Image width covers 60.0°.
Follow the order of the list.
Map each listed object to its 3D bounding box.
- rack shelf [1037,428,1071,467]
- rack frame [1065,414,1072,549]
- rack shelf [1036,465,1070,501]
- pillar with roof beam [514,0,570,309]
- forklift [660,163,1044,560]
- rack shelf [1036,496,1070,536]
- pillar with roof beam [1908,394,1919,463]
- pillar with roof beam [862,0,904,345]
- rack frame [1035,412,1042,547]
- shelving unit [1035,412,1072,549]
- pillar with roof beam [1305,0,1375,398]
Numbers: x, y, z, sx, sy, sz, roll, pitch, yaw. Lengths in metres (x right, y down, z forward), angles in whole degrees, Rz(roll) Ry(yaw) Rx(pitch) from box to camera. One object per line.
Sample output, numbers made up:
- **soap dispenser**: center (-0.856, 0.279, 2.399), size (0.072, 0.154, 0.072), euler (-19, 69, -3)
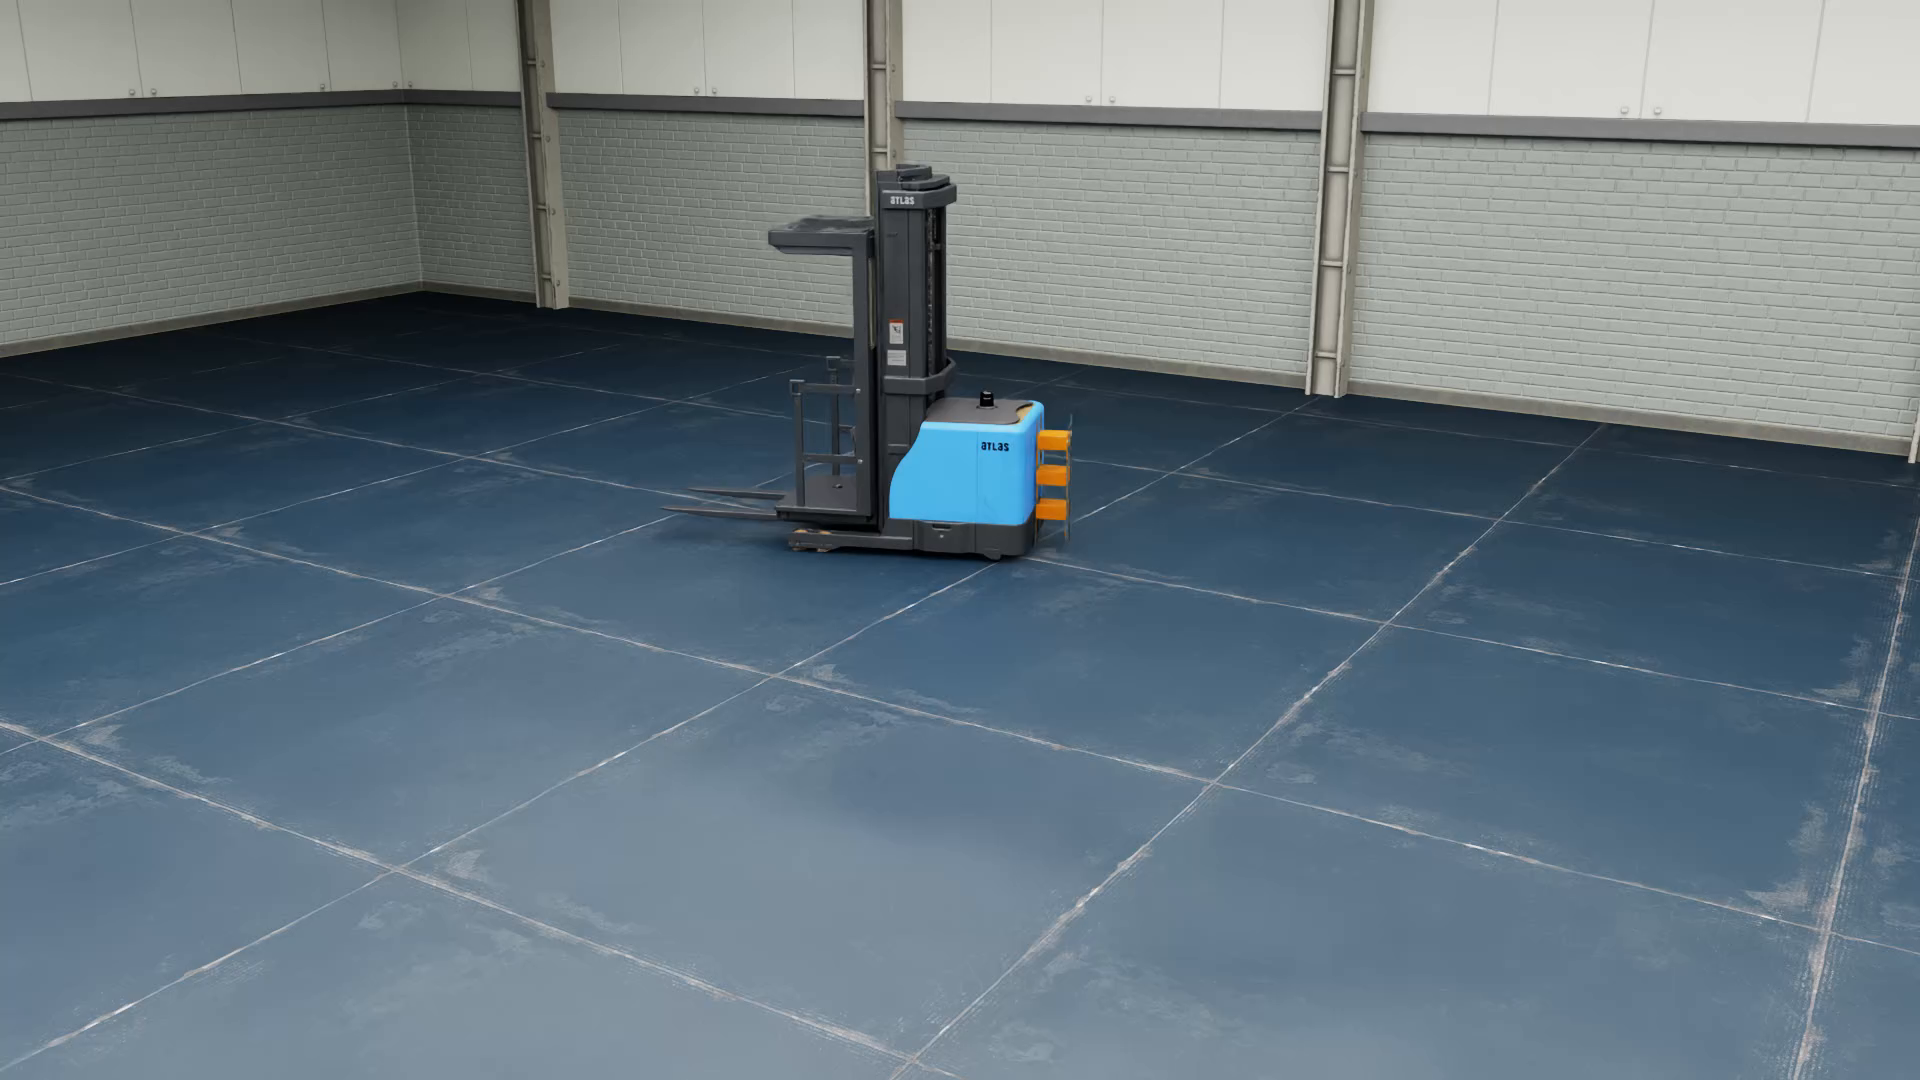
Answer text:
- **rack shelf**: center (0.738, -0.727, 13.029), size (0.240, 0.259, 0.215), euler (4, 17, 11)
- **rack frame**: center (0.857, -0.459, 13.085), size (0.008, 1.050, 0.200), euler (4, 17, 11)
- **rack shelf**: center (0.738, -0.456, 13.112), size (0.240, 0.259, 0.215), euler (4, 17, 11)
- **pillar with roof beam**: center (-8.327, -6.724, 20.033), size (0.400, 9.000, 9.100), euler (10, 20, 30)
- **forklift**: center (-0.883, -1.450, 13.111), size (3.031, 2.935, 1.130), euler (4, 17, 11)
- **rack shelf**: center (0.738, -0.190, 13.193), size (0.240, 0.259, 0.215), euler (4, 17, 11)
- **pillar with roof beam**: center (7.011, -3.986, 11.019), size (0.400, 9.000, 9.100), euler (10, 20, 30)
- **pillar with roof beam**: center (-3.215, -5.811, 17.028), size (0.400, 9.000, 9.100), euler (10, 20, 30)
- **rack frame**: center (0.618, -0.473, 13.133), size (0.008, 1.050, 0.200), euler (4, 17, 11)
- **shelving unit**: center (0.738, -0.466, 13.109), size (0.252, 1.050, 0.215), euler (4, 17, 11)
- **pillar with roof beam**: center (1.898, -4.898, 14.024), size (0.400, 9.000, 9.100), euler (10, 20, 30)
